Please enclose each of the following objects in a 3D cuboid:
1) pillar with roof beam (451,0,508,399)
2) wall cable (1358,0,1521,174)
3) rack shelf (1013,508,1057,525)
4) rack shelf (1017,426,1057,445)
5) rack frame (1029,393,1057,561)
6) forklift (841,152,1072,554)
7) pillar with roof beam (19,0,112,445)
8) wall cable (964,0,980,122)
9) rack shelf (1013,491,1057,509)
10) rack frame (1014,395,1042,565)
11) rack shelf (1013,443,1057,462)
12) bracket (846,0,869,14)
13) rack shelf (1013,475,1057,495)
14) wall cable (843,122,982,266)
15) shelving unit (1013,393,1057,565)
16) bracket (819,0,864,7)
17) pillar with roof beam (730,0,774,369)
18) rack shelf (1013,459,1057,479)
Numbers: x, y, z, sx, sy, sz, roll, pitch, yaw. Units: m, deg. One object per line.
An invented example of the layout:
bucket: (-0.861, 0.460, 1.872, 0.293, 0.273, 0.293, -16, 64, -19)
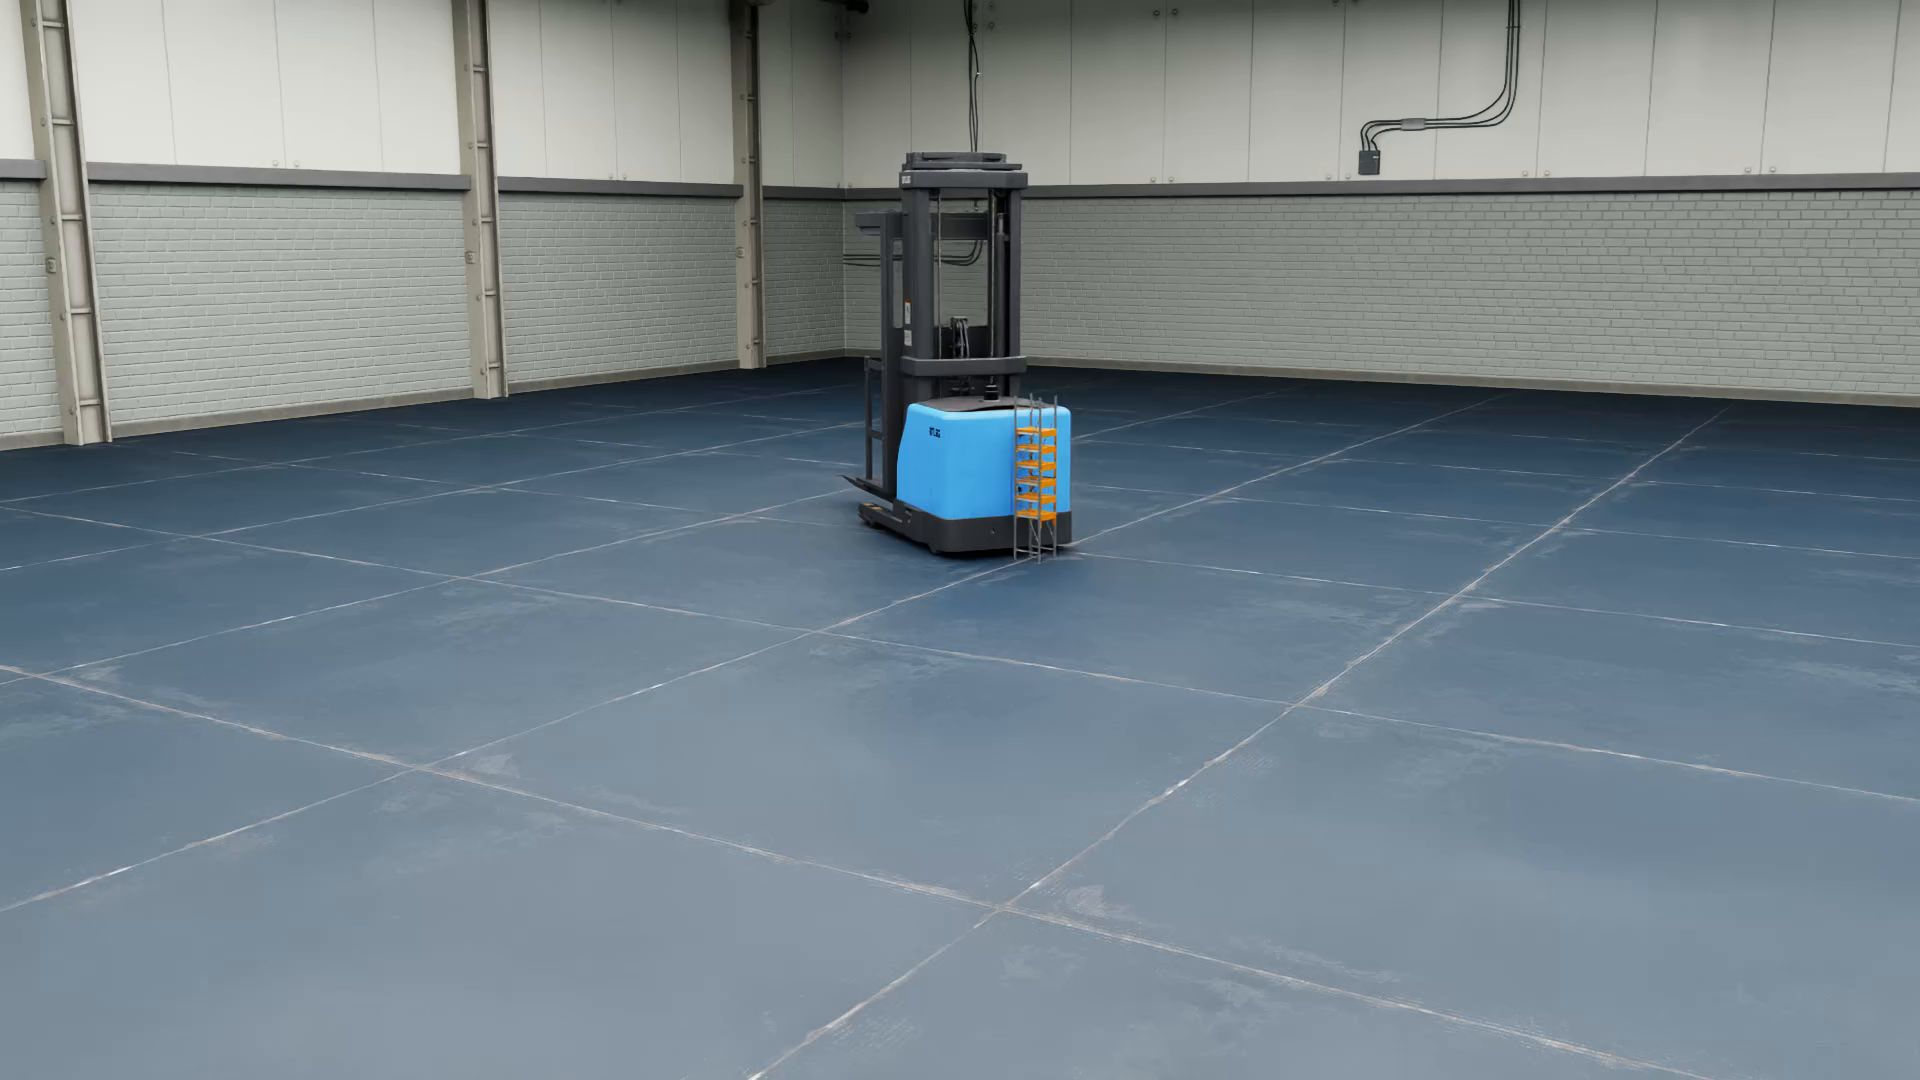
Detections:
pillar with roof beam: (-3.035, -6.056, 20.762, 9.100, 9.000, 0.400, 6, 12, 31)
wall cable: (7.165, -8.510, 24.628, 2.305, 6.003, 0.169, 6, 12, 31)
rack shelf: (0.541, -0.160, 12.005, 0.258, 0.103, 0.180, 9, 14, 39)
rack shelf: (0.540, -0.749, 11.893, 0.258, 0.103, 0.180, 9, 14, 39)
rack frame: (0.599, -0.452, 12.021, 0.240, 1.200, 0.006, 9, 14, 39)
forklift: (-0.182, -1.572, 13.298, 1.130, 2.935, 3.031, -4, 11, -21)
pillar with roof beam: (-6.150, -5.112, 15.721, 9.100, 9.000, 0.400, 6, 12, 31)
wall cable: (1.372, -8.445, 28.240, 3.097, 2.526, 0.112, 6, 12, 31)
rack shelf: (0.540, -0.278, 11.983, 0.258, 0.103, 0.180, 9, 14, 39)
rack frame: (0.482, -0.426, 11.883, 0.240, 1.200, 0.006, 9, 14, 39)
rack shelf: (0.540, -0.631, 11.915, 0.258, 0.103, 0.180, 9, 14, 39)
bracket: (-1.850, -9.584, 29.826, 0.235, 0.232, 0.430, 6, 12, 31)
rack shelf: (0.540, -0.396, 11.960, 0.258, 0.103, 0.180, 9, 14, 39)
wall cable: (-0.940, -6.222, 30.085, 3.097, 2.526, 0.112, 6, 12, 31)
shelving unit: (0.540, -0.439, 11.952, 0.258, 1.200, 0.189, 9, 14, 39)
bracket: (-2.157, -9.491, 29.330, 0.076, 0.066, 3.189, 6, 12, 31)
pillar with roof beam: (0.080, -7.000, 25.802, 9.100, 9.000, 0.548, 6, 12, 31)
rack shelf: (0.540, -0.513, 11.938, 0.258, 0.103, 0.180, 9, 14, 39)
